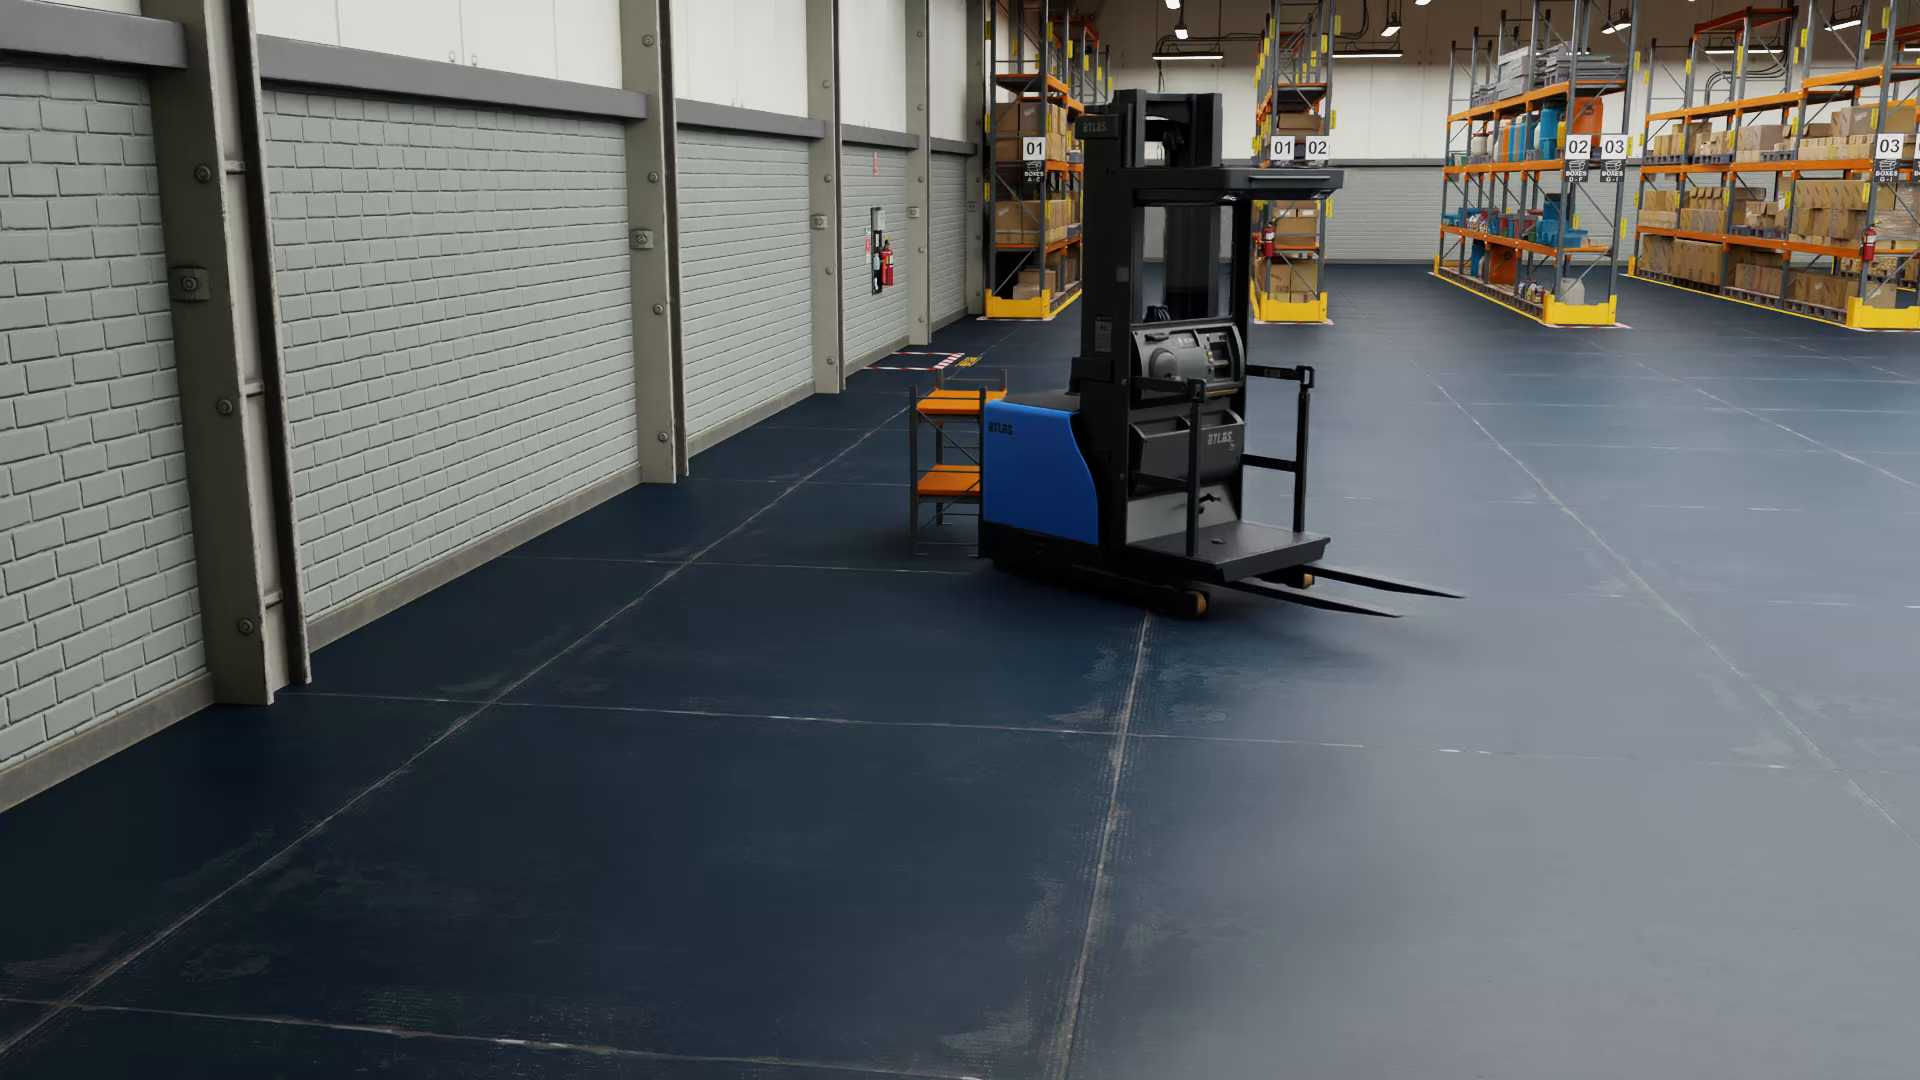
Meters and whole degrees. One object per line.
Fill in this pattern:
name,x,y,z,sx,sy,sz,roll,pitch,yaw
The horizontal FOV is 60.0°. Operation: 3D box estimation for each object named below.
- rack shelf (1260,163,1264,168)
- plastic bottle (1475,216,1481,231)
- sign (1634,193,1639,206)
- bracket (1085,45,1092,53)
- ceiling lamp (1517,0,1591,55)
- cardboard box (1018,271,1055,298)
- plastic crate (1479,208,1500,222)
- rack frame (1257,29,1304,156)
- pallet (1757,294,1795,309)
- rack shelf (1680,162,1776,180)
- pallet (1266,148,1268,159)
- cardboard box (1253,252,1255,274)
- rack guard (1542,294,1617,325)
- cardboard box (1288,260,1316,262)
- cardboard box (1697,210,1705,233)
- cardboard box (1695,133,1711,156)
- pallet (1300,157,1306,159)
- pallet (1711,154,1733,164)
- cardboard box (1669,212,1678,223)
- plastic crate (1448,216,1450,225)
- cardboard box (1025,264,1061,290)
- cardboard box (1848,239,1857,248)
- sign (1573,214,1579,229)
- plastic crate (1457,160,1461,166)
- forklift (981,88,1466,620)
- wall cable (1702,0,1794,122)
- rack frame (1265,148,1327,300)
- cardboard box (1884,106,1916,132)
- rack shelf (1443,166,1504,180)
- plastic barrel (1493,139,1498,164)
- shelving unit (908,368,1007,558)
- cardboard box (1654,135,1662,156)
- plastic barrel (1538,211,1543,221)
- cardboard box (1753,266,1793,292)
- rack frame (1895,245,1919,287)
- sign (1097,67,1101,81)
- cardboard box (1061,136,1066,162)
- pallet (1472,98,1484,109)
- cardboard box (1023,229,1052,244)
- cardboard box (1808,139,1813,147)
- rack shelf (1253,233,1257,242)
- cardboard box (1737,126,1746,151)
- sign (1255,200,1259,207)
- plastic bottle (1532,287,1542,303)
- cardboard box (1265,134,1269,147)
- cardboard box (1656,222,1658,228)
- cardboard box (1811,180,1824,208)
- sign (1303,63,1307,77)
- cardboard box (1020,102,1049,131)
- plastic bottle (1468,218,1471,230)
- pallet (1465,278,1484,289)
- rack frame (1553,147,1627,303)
rack shelf,6.861,-7.757,34.956,1.077,0.370,4.000,2,12,9
plastic bottle,11.993,-7.308,38.399,0.144,0.351,0.185,2,12,9
sign,17.639,-8.884,43.352,0.100,0.325,0.005,2,12,9
bracket,3.843,-14.735,49.960,0.235,0.232,0.430,2,12,9
ceiling lamp,16.194,-14.826,45.074,2.000,3.185,0.800,2,12,9
cardboard box,1.488,-4.957,32.265,0.700,0.500,0.500,1,12,5
plastic crate,13.062,-7.969,41.055,0.402,0.464,0.583,2,12,9
rack frame,7.783,-10.824,40.360,1.000,3.000,0.127,2,12,9
pallet,16.459,-4.704,32.818,1.003,0.211,1.213,2,12,9
rack shelf,17.264,-8.268,37.327,1.077,0.370,4.000,2,12,9
pallet,6.447,-7.471,32.130,1.003,0.211,1.213,2,12,9
cardboard box,7.468,-6.792,40.778,0.500,0.500,0.500,1,12,6
rack guard,10.797,-4.028,28.996,1.175,0.500,0.348,2,12,9
cardboard box,6.473,-5.038,31.500,0.500,0.500,0.500,2,12,9
cardboard box,17.025,-7.215,37.613,0.500,0.500,0.500,2,12,10
cardboard box,17.492,-9.169,38.566,0.700,0.500,0.500,2,12,10
pallet,6.676,-7.783,33.823,0.805,0.209,1.217,1,12,6
pallet,17.003,-8.247,35.969,1.213,0.211,1.003,2,12,11
cardboard box,17.380,-7.742,39.949,0.500,0.250,0.500,2,12,8
plastic crate,12.727,-8.196,42.658,0.416,0.233,0.300,2,12,9
cardboard box,1.754,-5.533,34.936,0.700,0.500,0.500,2,12,11
cardboard box,15.592,-5.121,28.731,0.380,0.149,0.250,2,12,9
sign,11.989,-6.180,32.394,0.100,0.325,0.005,2,12,9
plastic crate,12.497,-9.345,41.241,0.293,0.136,0.466,2,12,9
forklift,1.494,-1.103,9.654,1.130,2.935,3.031,-11,16,-41
wall cable,22.462,-13.973,47.335,2.277,5.999,0.120,2,12,9
rack frame,5.938,-5.394,29.401,1.000,3.000,0.127,2,12,9
cardboard box,16.221,-7.277,28.891,0.500,0.500,0.500,2,12,8
rack shelf,12.985,-9.261,41.935,1.077,0.370,4.000,2,12,9
plastic barrel,11.712,-8.364,35.798,0.421,0.512,0.421,0,12,0
shelving unit,0.001,-0.551,11.381,0.538,1.125,1.048,2,12,9
cardboard box,17.954,-9.949,41.946,0.700,0.500,0.500,1,12,7
plastic barrel,11.811,-6.324,33.393,0.433,0.535,0.433,0,12,0
cardboard box,16.720,-5.356,34.116,0.700,0.500,0.500,3,13,13
rack frame,22.457,-7.388,38.656,1.000,3.000,0.127,2,12,9
sign,3.426,-11.464,40.924,0.100,0.325,0.005,2,12,9
cardboard box,1.824,-7.797,33.150,0.500,0.500,0.500,2,12,10
pallet,12.580,-10.202,38.870,1.003,0.211,1.213,2,12,9
cardboard box,1.431,-5.581,30.579,0.500,0.250,0.500,2,12,7
cardboard box,16.013,-7.377,30.894,0.380,0.149,0.250,1,12,6
rack shelf,7.476,-7.124,39.136,1.077,0.370,4.000,2,12,9
cardboard box,16.630,-8.407,34.841,0.500,0.500,0.500,2,12,9
sign,6.631,-7.602,37.087,0.100,0.325,0.005,2,12,9
plastic bottle,10.747,-4.564,30.972,0.152,0.276,0.135,2,12,9
cardboard box,6.132,-7.714,31.930,0.500,0.311,0.500,1,12,6
cardboard box,17.532,-7.842,41.356,0.380,0.149,0.250,2,12,10
cardboard box,15.868,-6.294,30.262,0.500,0.500,0.500,2,12,9
sign,8.333,-11.342,40.167,0.100,0.325,0.005,2,12,9
cardboard box,1.342,-7.639,30.044,0.500,0.500,0.500,1,12,5
plastic bottle,12.173,-7.510,39.513,0.152,0.276,0.135,2,12,9
pallet,12.332,-5.953,38.616,1.003,0.211,1.213,2,12,9
rack frame,10.832,-5.232,28.652,1.000,3.000,0.127,2,12,9
